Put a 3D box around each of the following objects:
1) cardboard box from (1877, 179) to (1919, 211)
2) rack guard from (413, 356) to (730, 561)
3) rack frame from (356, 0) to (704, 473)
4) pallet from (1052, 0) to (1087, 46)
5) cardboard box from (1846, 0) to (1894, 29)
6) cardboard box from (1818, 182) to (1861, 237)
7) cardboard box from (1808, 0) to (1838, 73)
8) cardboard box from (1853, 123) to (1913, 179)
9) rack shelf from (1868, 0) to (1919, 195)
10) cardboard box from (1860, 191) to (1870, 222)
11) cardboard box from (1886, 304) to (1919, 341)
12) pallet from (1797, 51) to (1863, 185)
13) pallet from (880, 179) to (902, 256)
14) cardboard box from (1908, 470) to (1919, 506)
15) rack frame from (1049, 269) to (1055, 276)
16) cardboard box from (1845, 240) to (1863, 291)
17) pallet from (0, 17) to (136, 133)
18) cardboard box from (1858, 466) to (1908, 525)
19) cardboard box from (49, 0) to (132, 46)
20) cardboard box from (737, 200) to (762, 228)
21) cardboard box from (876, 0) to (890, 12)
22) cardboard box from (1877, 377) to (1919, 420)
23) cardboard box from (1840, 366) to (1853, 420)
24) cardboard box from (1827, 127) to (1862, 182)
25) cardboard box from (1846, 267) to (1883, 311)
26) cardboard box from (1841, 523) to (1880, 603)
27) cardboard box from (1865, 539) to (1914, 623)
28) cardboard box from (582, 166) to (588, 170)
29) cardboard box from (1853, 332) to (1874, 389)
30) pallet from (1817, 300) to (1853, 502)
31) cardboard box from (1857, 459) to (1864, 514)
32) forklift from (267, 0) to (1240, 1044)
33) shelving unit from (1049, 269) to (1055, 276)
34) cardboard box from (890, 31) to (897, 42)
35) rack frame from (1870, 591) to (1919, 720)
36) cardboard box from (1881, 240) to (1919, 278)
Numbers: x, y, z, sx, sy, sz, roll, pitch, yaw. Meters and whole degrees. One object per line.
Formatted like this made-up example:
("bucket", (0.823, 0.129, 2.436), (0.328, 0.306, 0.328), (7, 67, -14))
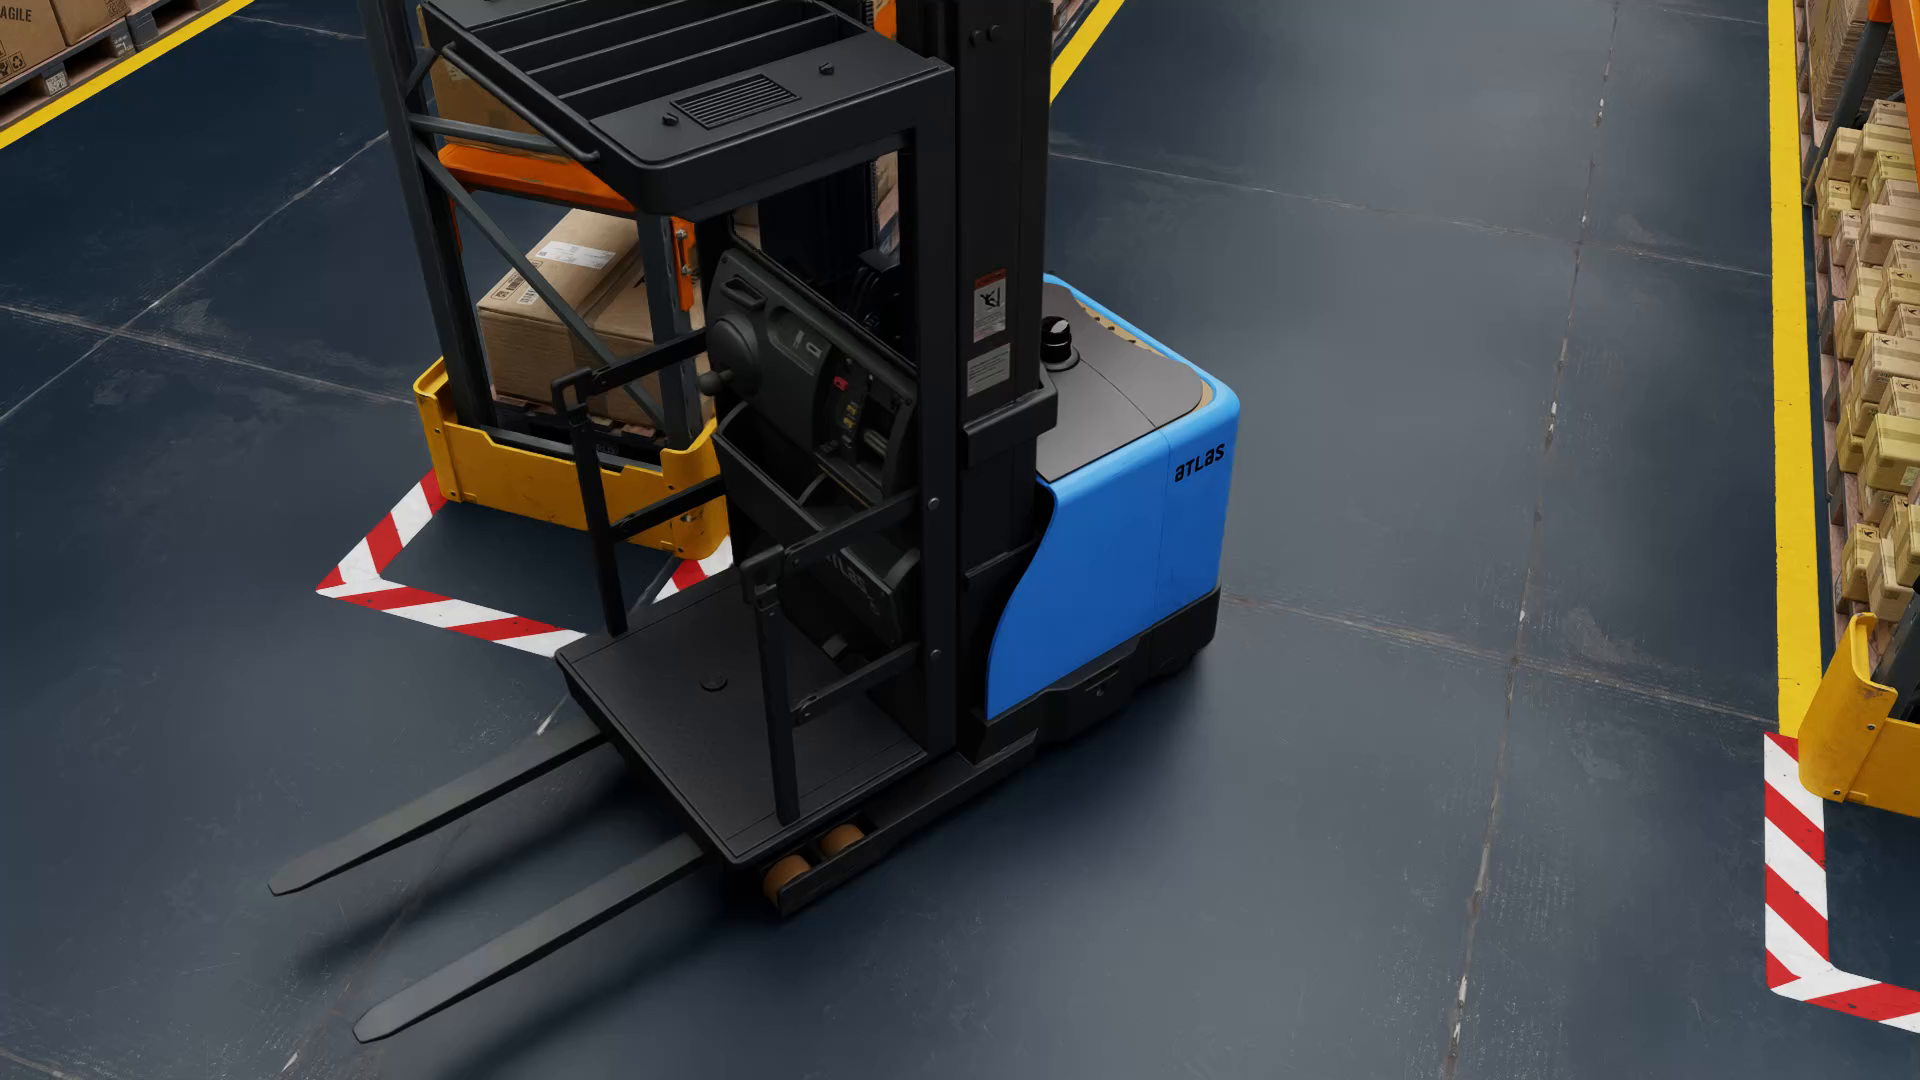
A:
("cardboard box", (4.060, -1.358, 6.945), (0.380, 0.149, 0.250), (12, 42, 14))
("rack guard", (-1.432, -0.336, 6.259), (1.175, 0.500, 0.348), (13, 42, 15))
("rack frame", (-1.424, -1.302, 5.464), (1.000, 3.000, 0.127), (13, 42, 15))
("pallet", (0.137, -3.168, 9.800), (1.003, 0.211, 1.213), (13, 42, 15))
("cardboard box", (4.647, -2.709, 8.138), (0.500, 0.250, 0.500), (12, 42, 14))
("cardboard box", (4.113, -1.466, 7.531), (0.380, 0.149, 0.250), (14, 43, 16))
("cardboard box", (4.822, -2.733, 8.745), (0.500, 0.500, 0.500), (12, 42, 14))
("cardboard box", (4.168, -1.687, 7.331), (0.380, 0.149, 0.250), (15, 43, 17))
("rack shelf", (3.946, -1.211, 5.912), (1.077, 0.370, 4.000), (13, 42, 15))
("cardboard box", (4.154, -1.412, 7.237), (0.380, 0.149, 0.250), (13, 42, 15))
("cardboard box", (3.696, -0.728, 6.207), (0.380, 0.149, 0.250), (12, 42, 14))
("pallet", (4.895, -2.119, 8.571), (1.003, 0.211, 1.213), (13, 42, 15))
("pallet", (-0.805, -1.487, 7.831), (1.003, 0.211, 1.213), (13, 42, 15))
("cardboard box", (3.345, -0.086, 5.454), (0.380, 0.149, 0.250), (14, 42, 16))
("rack frame", (0.225, -0.617, 6.279), (0.240, 0.900, 0.006), (-9, 41, -11))
("cardboard box", (4.037, -1.137, 7.145), (0.380, 0.149, 0.250), (12, 42, 14))
("pallet", (-5.373, -2.614, 9.152), (1.003, 0.211, 1.213), (13, 42, 15))
("cardboard box", (3.350, -0.156, 5.765), (0.380, 0.149, 0.250), (12, 42, 13))
("cardboard box", (-5.108, -3.108, 9.184), (0.700, 0.500, 0.500), (12, 42, 13))
("cardboard box", (-0.987, -1.471, 7.314), (0.875, 0.438, 0.875), (14, 43, 16))
("cardboard box", (-0.497, -2.499, 6.791), (0.500, 0.500, 0.500), (15, 43, 17))
("cardboard box", (3.462, -0.416, 5.841), (0.380, 0.149, 0.250), (12, 42, 13))
("cardboard box", (3.623, -0.514, 6.414), (0.380, 0.149, 0.250), (14, 42, 16))
("cardboard box", (4.205, -1.743, 7.625), (0.380, 0.149, 0.250), (15, 43, 17))
("cardboard box", (3.797, -0.945, 6.691), (0.380, 0.149, 0.250), (13, 42, 15))
("cardboard box", (3.239, 0.114, 5.679), (0.380, 0.149, 0.250), (15, 43, 16))
("cardboard box", (3.174, 0.162, 5.393), (0.380, 0.149, 0.250), (12, 42, 14))
("cardboard box", (-0.990, -1.569, 5.700), (0.500, 0.500, 0.500), (13, 42, 15))
("cardboard box", (3.621, -0.626, 6.317), (0.380, 0.149, 0.250), (15, 43, 17))
("pallet", (4.018, -0.479, 6.649), (1.003, 0.211, 1.213), (13, 42, 15))
("cardboard box", (3.482, -0.182, 6.025), (0.380, 0.149, 0.250), (14, 42, 16))
("forklift", (-0.587, -0.401, 4.462), (3.031, 2.935, 1.130), (-27, 47, -28))
("shelving unit", (0.250, -0.553, 6.204), (0.258, 0.900, 0.210), (-9, 41, -11))
("cardboard box", (-0.372, -2.567, 8.598), (0.875, 0.438, 0.875), (13, 42, 14))
("rack frame", (3.262, -0.265, 4.249), (1.000, 3.000, 0.127), (13, 42, 15))
("cardboard box", (3.880, -1.036, 6.568), (0.380, 0.149, 0.250), (12, 42, 13))
